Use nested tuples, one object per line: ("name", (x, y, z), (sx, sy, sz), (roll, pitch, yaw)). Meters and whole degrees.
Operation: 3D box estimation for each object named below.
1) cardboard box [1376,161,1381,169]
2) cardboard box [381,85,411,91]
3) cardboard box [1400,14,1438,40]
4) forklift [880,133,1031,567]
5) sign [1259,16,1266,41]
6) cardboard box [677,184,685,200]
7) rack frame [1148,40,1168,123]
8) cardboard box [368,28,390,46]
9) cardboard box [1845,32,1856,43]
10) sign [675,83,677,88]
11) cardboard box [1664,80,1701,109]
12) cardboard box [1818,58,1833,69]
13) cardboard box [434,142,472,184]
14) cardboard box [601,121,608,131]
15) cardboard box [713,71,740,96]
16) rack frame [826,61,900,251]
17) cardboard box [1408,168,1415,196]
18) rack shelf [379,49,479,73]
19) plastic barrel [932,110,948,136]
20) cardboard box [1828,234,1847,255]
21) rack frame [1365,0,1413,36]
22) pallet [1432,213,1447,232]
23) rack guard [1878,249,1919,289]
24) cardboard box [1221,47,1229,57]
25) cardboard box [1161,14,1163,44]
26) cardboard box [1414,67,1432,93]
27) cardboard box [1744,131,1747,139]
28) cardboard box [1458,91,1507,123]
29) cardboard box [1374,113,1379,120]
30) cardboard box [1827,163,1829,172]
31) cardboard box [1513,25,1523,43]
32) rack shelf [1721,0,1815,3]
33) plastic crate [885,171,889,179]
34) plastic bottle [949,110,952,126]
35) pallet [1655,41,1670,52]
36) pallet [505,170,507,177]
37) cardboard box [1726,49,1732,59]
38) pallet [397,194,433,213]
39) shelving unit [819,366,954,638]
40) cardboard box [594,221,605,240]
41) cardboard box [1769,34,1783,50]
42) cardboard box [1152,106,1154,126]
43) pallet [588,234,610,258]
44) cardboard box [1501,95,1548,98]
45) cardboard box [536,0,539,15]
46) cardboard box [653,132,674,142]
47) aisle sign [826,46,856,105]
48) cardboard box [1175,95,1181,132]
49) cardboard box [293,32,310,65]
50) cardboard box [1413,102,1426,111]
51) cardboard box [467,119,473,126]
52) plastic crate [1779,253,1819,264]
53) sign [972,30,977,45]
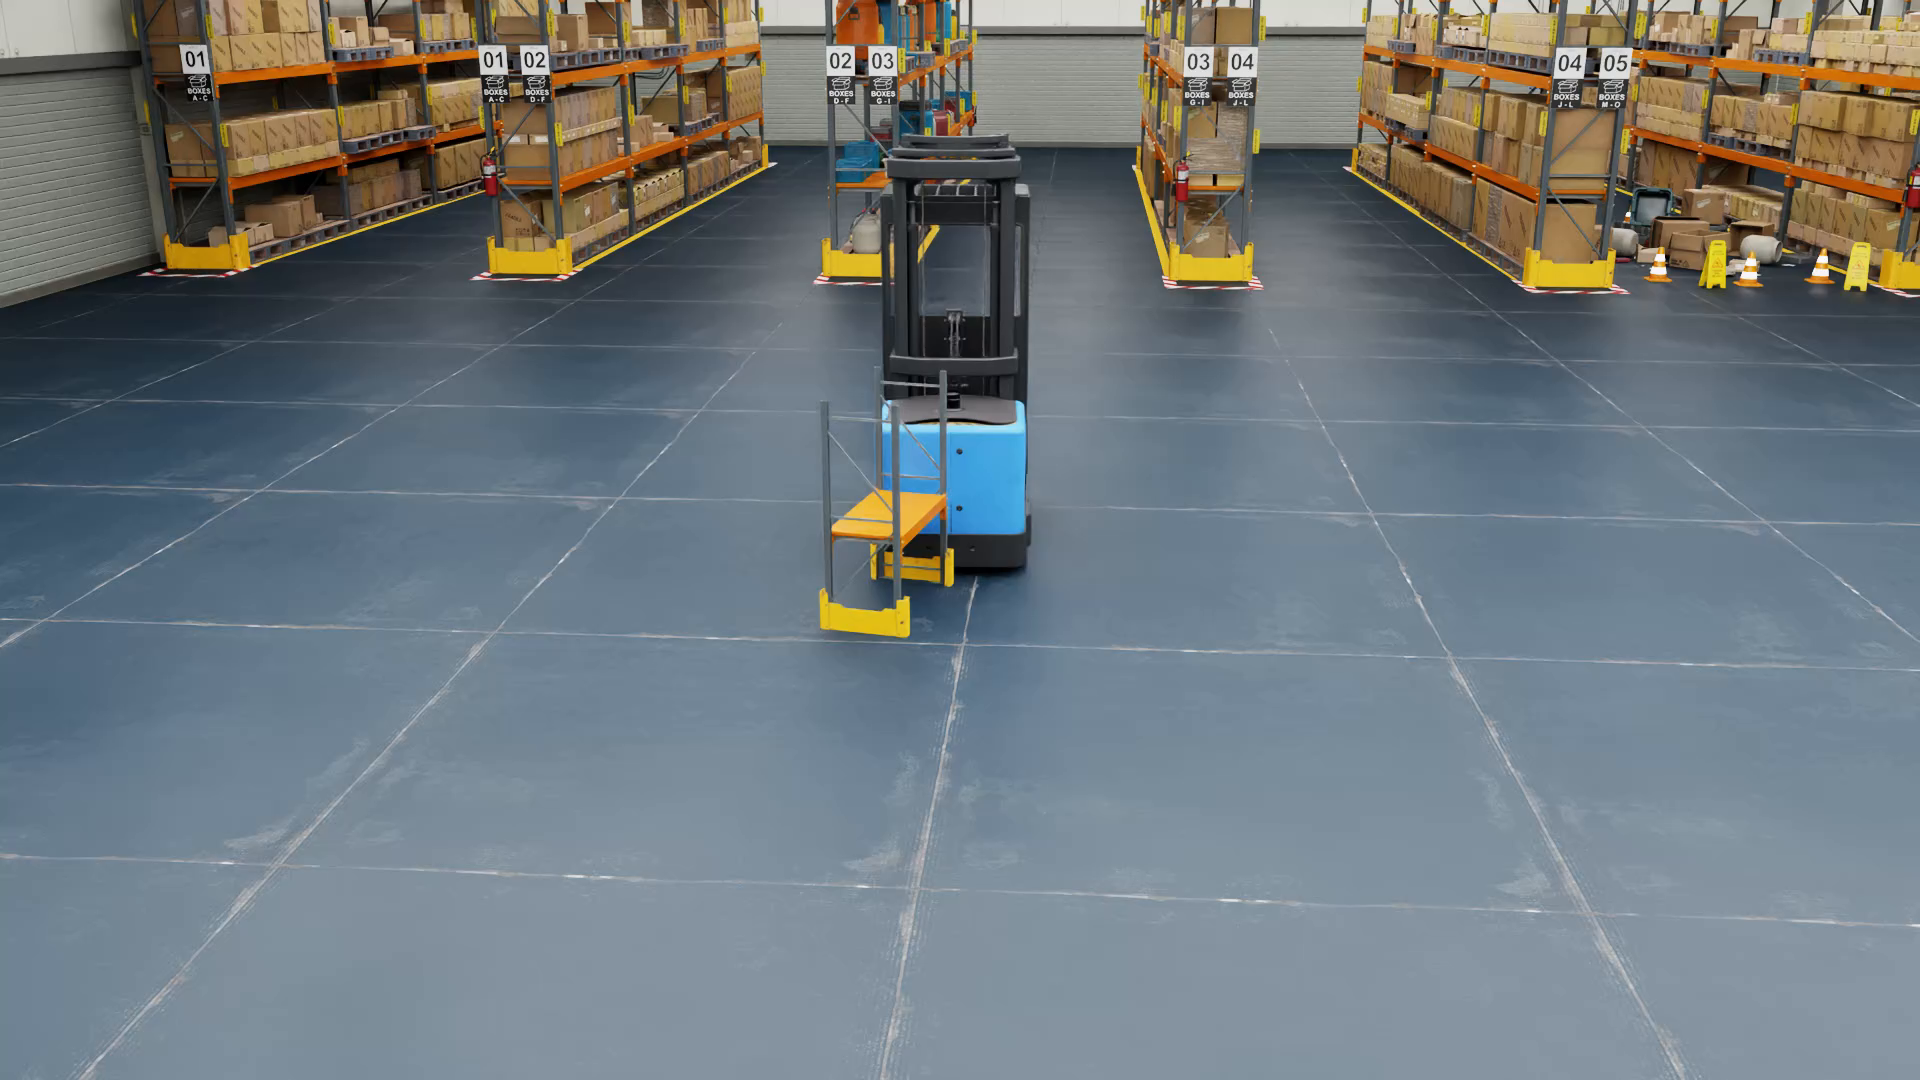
("cardboard box", (9.094, -7.997, 35.439), (0.380, 0.149, 0.250), (1, 18, 2))
("cardboard box", (-10.894, -8.671, 32.195), (0.500, 0.250, 0.500), (2, 18, 5))
("cardboard box", (9.243, -10.296, 33.374), (0.700, 0.500, 0.500), (1, 18, 4))
("forklift", (-0.030, -1.607, 12.621), (1.130, 2.935, 3.031), (0, 18, 1))
("sign", (4.121, -6.982, 22.694), (0.100, 0.325, 0.005), (1, 18, 4))
("cardboard box", (-5.521, -6.585, 31.442), (0.500, 0.250, 0.500), (2, 18, 5))
("rack frame", (4.440, -8.881, 34.708), (1.000, 3.000, 0.127), (1, 18, 4))
("cardboard box", (-10.854, -9.053, 30.220), (0.797, 0.503, 0.637), (4, 19, 12))
("cardboard box", (13.373, -7.447, 24.638), (0.380, 0.149, 0.250), (1, 18, 2))
("sign", (-5.982, -9.524, 35.281), (0.100, 0.325, 0.005), (1, 18, 4))
("cardboard box", (13.929, -8.577, 32.014), (0.500, 0.500, 0.500), (1, 18, 3))
("cardboard box", (13.407, -7.309, 25.499), (0.380, 0.149, 0.250), (1, 18, 4))
("cardboard box", (-10.415, -7.645, 33.716), (0.750, 0.750, 0.750), (1, 18, 4))
("cardboard box", (-5.873, -6.645, 26.683), (0.380, 0.149, 0.250), (1, 18, 4))
("cardboard box", (-5.089, -9.926, 36.131), (0.500, 0.500, 0.500), (1, 18, 2))
("rack frame", (-1.360, -5.264, 23.671), (1.000, 3.000, 0.127), (1, 18, 4))
("cardboard box", (8.921, -6.879, 31.940), (0.500, 0.500, 0.500), (2, 18, 6))
("rack shelf", (-10.525, -9.675, 33.469), (1.077, 0.370, 4.000), (1, 18, 4))
("plastic barrel", (-0.518, -7.663, 30.772), (0.600, 0.536, 0.708), (1, 18, 4))
("cardboard box", (13.331, -4.406, 24.793), (0.500, 0.250, 0.500), (1, 18, 2))
("rack frame", (9.667, -12.832, 37.131), (1.000, 3.000, 0.127), (1, 18, 4))
("pallet", (8.872, -5.550, 29.022), (1.003, 0.211, 1.213), (1, 18, 4))
("rack guard", (13.470, -3.768, 23.120), (1.175, 0.500, 0.348), (1, 18, 4))
("cardboard box", (3.830, -6.778, 23.073), (0.380, 0.149, 0.250), (1, 18, 4))
("cardboard box", (3.823, -9.051, 29.447), (0.500, 0.500, 0.500), (1, 18, 4))
("cardboard box", (9.656, -9.537, 34.468), (0.500, 0.500, 0.500), (2, 18, 5))
("cardboard box", (13.749, -6.979, 28.634), (0.380, 0.149, 0.250), (2, 18, 6))
("cardboard box", (8.946, -7.404, 28.436), (0.700, 0.500, 0.500), (1, 18, 3))
("cardboard box", (9.208, -9.200, 36.087), (0.380, 0.149, 0.250), (2, 18, 5))
("cardboard box", (13.413, -5.642, 25.229), (0.380, 0.149, 0.250), (1, 18, 4))
("cardboard box", (8.387, -7.380, 24.240), (0.500, 0.250, 0.500), (1, 18, 4))
("rack shelf", (13.895, -9.115, 27.586), (1.077, 0.370, 4.000), (1, 18, 4))
("plastic crate", (-0.975, -5.410, 24.538), (0.298, 0.136, 0.250), (1, 18, 4))
("plastic bottle", (-0.239, -8.675, 34.159), (0.144, 0.351, 0.185), (1, 18, 4))
("pallet", (14.308, -9.708, 32.723), (0.805, 0.209, 1.217), (1, 18, 2))
("pallet", (-10.249, -8.122, 36.870), (1.003, 0.211, 1.213), (1, 18, 4))
("cardboard box", (13.846, -8.629, 29.526), (0.380, 0.149, 0.250), (1, 18, 4))
("pallet", (-10.726, -6.402, 31.622), (1.003, 0.211, 1.213), (1, 18, 4))
("shelving unit", (-0.470, -0.278, 10.862), (0.587, 1.500, 1.083), (5, 19, 15))
("cardboard box", (-5.931, -4.896, 26.290), (0.500, 0.250, 0.500), (1, 18, 4))
("cardboard box", (13.728, -8.228, 27.467), (0.500, 0.250, 0.500), (2, 18, 5))
("cardboard box", (4.055, -8.319, 32.832), (0.500, 0.500, 0.500), (2, 18, 5))
("pallet", (-6.197, -4.667, 26.327), (1.003, 0.211, 1.213), (1, 18, 4))
("cardboard box", (8.823, -6.551, 25.623), (0.875, 0.550, 0.550), (1, 18, 4))
("cardboard box", (-9.875, -12.179, 38.158), (0.500, 0.500, 0.500), (1, 18, 4))
("cardboard box", (-5.516, -7.456, 30.763), (0.380, 0.149, 0.250), (1, 18, 4))
("aisle sign", (-1.662, -6.484, 23.218), (0.394, 0.787, 0.004), (1, 18, 4))
("cardboard box", (3.441, -6.305, 24.602), (0.500, 0.500, 0.500), (1, 18, 4))
("cardboard box", (-10.794, -7.891, 26.678), (0.500, 0.500, 0.500), (0, 18, -1))
("cardboard box", (8.692, -8.099, 31.097), (0.380, 0.149, 0.250), (1, 18, 3))
("cardboard box", (-10.258, -8.597, 34.215), (0.380, 0.149, 0.250), (1, 18, 2))
("plastic crate", (12.821, -4.318, 25.472), (0.402, 0.080, 0.583), (-5, 19, -15))
("sign", (0.337, -11.602, 38.364), (0.100, 0.325, 0.005), (1, 18, 4))
